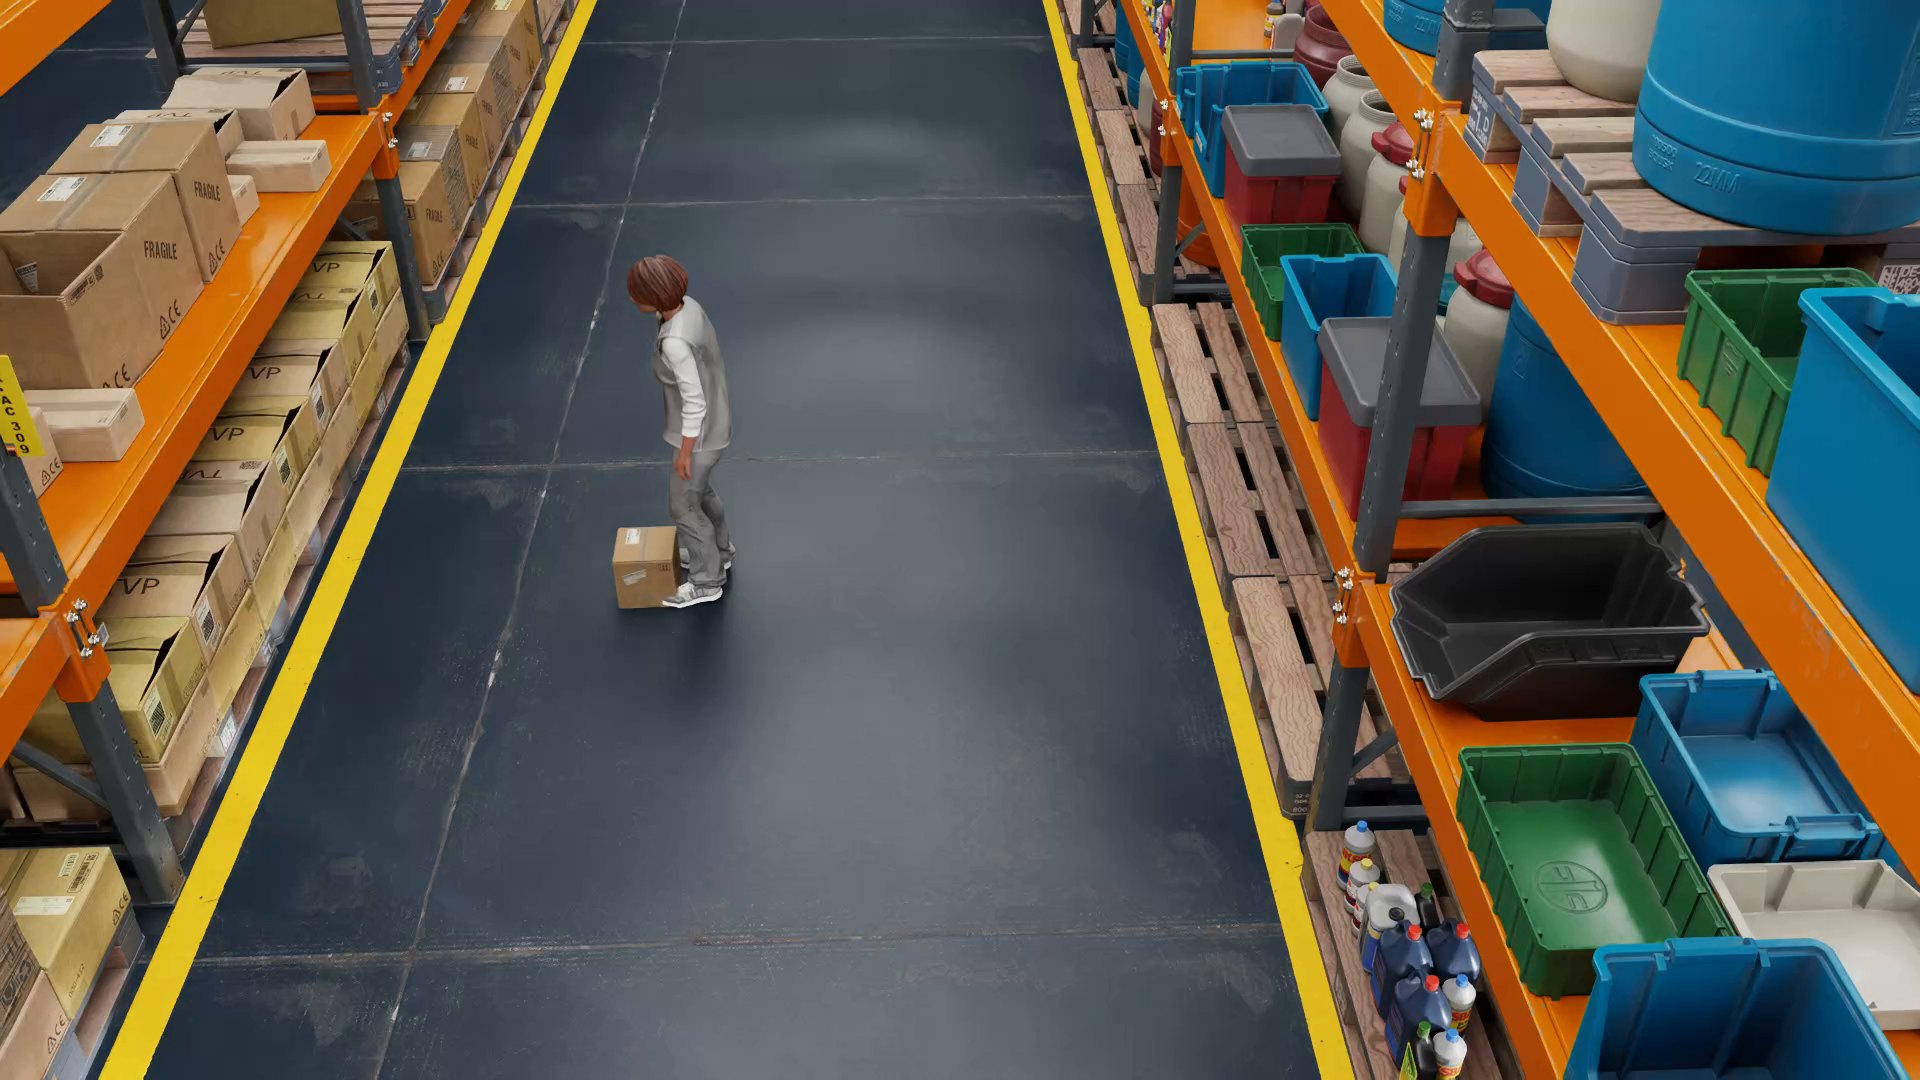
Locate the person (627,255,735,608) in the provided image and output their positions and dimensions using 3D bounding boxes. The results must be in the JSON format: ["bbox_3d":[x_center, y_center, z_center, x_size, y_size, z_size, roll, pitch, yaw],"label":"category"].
[{"bbox_3d":[-1.111,-0.439,6.767,0.377,1.592,0.477,-3,36,-5],"label":"person"}]
